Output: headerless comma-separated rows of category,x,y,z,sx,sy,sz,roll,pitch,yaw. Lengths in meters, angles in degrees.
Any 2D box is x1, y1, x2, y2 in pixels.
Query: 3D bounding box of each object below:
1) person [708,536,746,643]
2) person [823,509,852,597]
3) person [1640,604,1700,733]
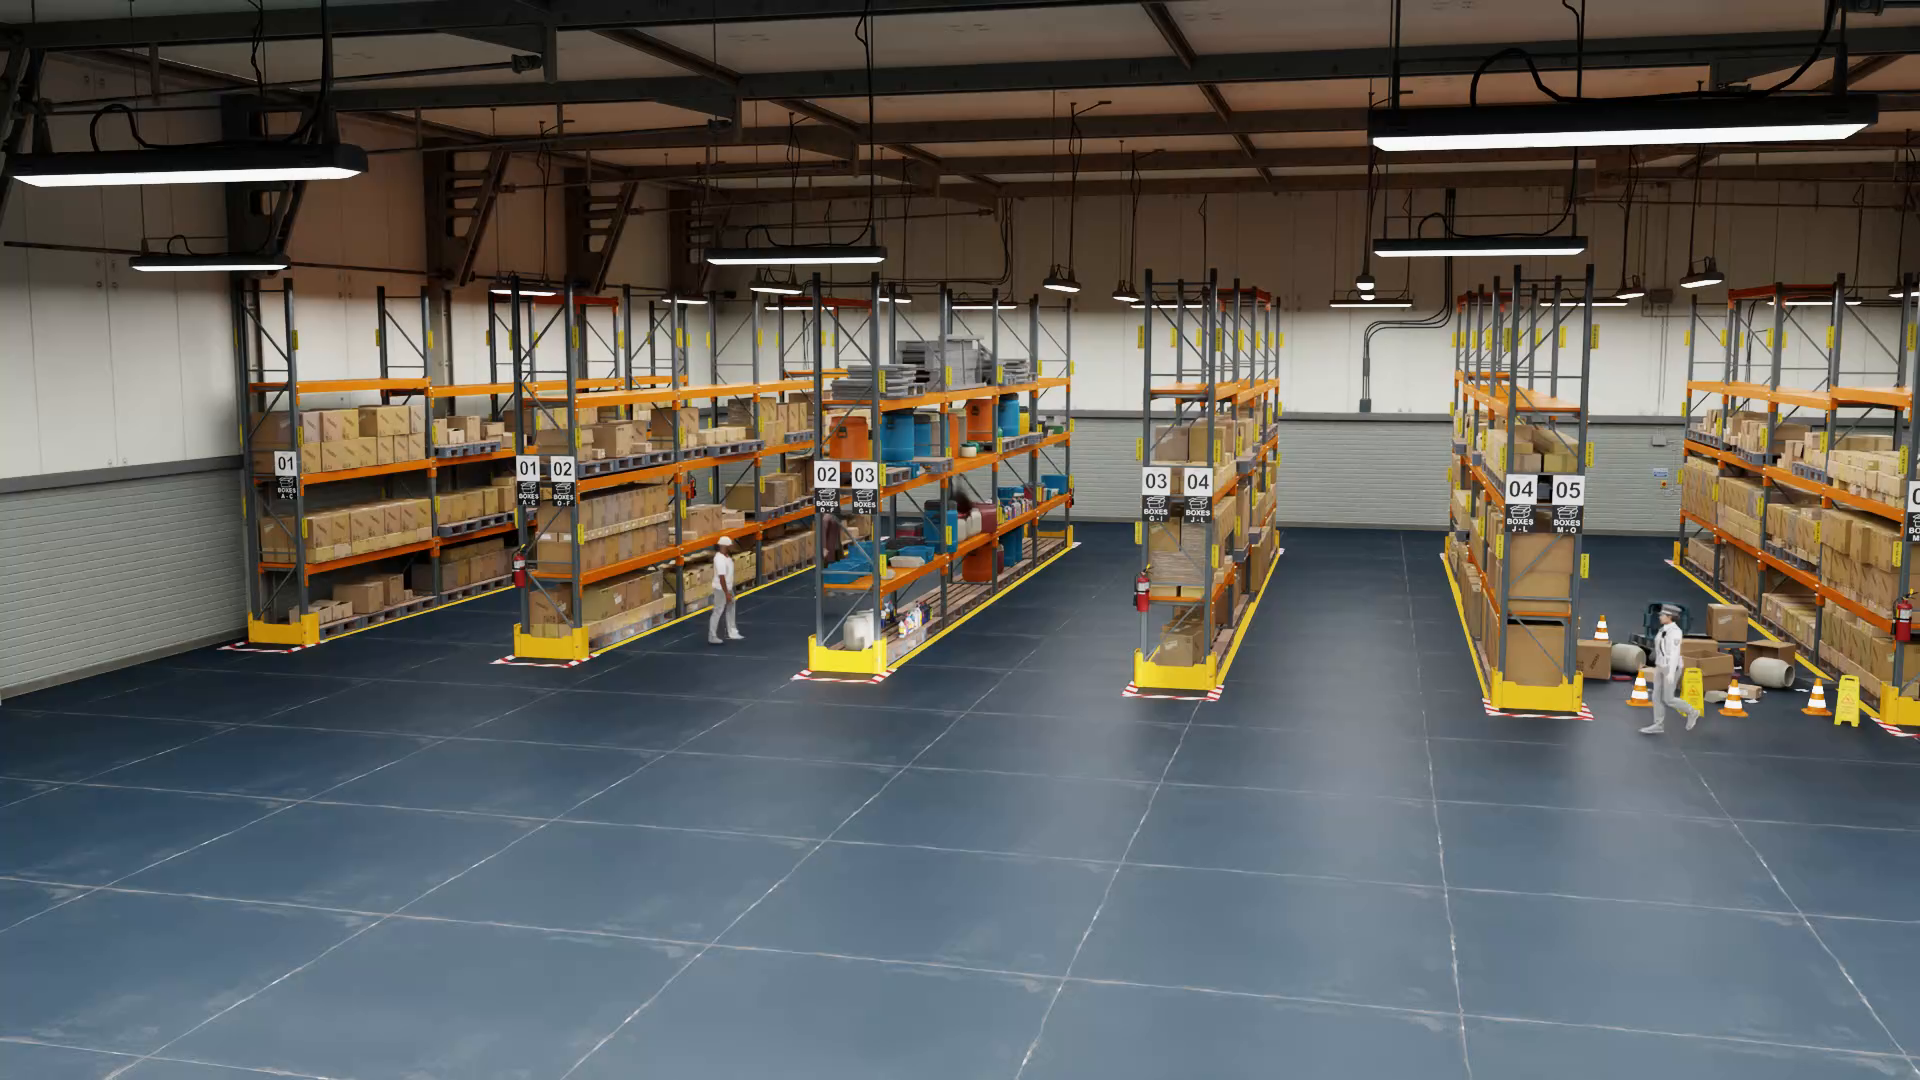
person,-3.914,0.827,27.694,0.521,1.803,0.700,1,7,9
person,-2.325,0.162,30.601,0.477,1.783,0.646,5,9,37
person,9.025,1.639,21.100,0.631,1.674,0.469,-1,7,-6
